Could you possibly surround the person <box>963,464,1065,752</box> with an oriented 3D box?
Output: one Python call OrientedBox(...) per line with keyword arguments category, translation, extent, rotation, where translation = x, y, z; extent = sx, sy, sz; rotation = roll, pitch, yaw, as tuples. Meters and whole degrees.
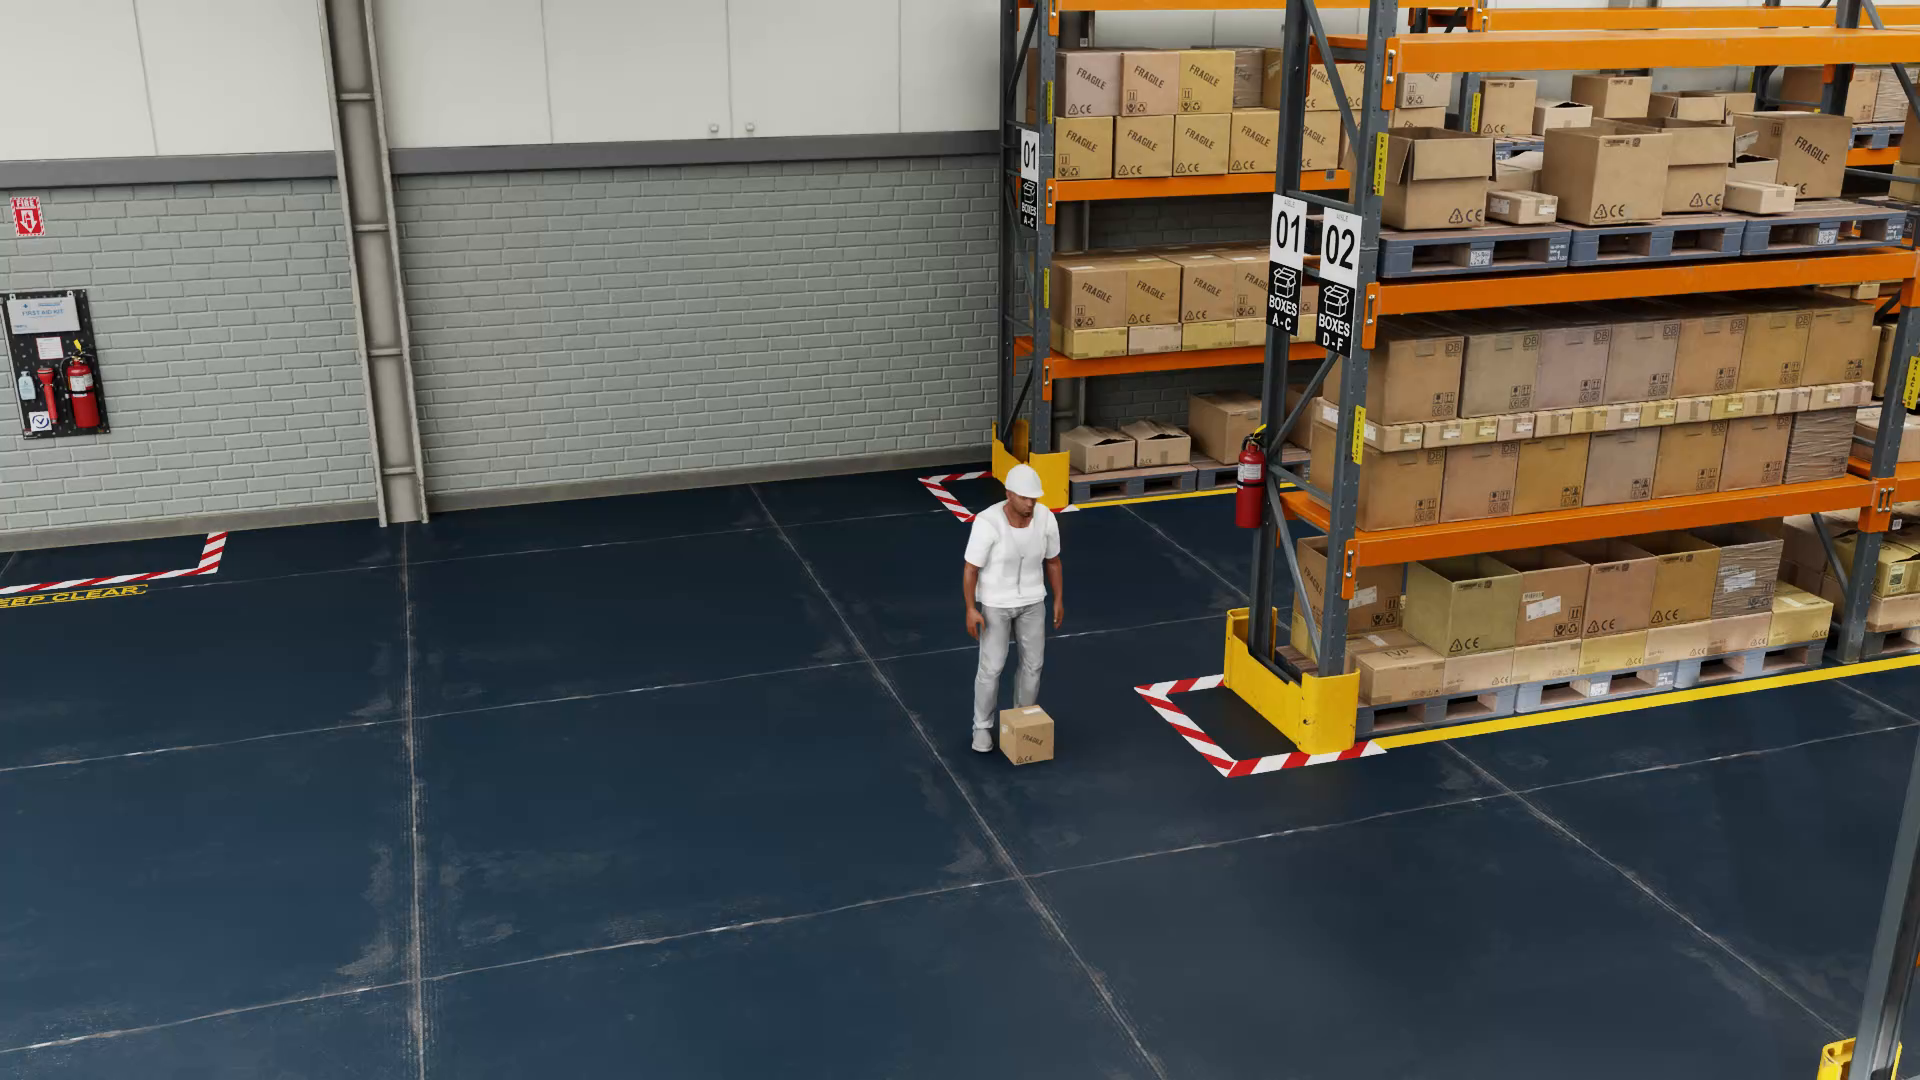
OrientedBox(category="person", translation=(0.325, 0.386, 9.924), extent=(0.638, 1.761, 0.457), rotation=(-7, 20, -19))
